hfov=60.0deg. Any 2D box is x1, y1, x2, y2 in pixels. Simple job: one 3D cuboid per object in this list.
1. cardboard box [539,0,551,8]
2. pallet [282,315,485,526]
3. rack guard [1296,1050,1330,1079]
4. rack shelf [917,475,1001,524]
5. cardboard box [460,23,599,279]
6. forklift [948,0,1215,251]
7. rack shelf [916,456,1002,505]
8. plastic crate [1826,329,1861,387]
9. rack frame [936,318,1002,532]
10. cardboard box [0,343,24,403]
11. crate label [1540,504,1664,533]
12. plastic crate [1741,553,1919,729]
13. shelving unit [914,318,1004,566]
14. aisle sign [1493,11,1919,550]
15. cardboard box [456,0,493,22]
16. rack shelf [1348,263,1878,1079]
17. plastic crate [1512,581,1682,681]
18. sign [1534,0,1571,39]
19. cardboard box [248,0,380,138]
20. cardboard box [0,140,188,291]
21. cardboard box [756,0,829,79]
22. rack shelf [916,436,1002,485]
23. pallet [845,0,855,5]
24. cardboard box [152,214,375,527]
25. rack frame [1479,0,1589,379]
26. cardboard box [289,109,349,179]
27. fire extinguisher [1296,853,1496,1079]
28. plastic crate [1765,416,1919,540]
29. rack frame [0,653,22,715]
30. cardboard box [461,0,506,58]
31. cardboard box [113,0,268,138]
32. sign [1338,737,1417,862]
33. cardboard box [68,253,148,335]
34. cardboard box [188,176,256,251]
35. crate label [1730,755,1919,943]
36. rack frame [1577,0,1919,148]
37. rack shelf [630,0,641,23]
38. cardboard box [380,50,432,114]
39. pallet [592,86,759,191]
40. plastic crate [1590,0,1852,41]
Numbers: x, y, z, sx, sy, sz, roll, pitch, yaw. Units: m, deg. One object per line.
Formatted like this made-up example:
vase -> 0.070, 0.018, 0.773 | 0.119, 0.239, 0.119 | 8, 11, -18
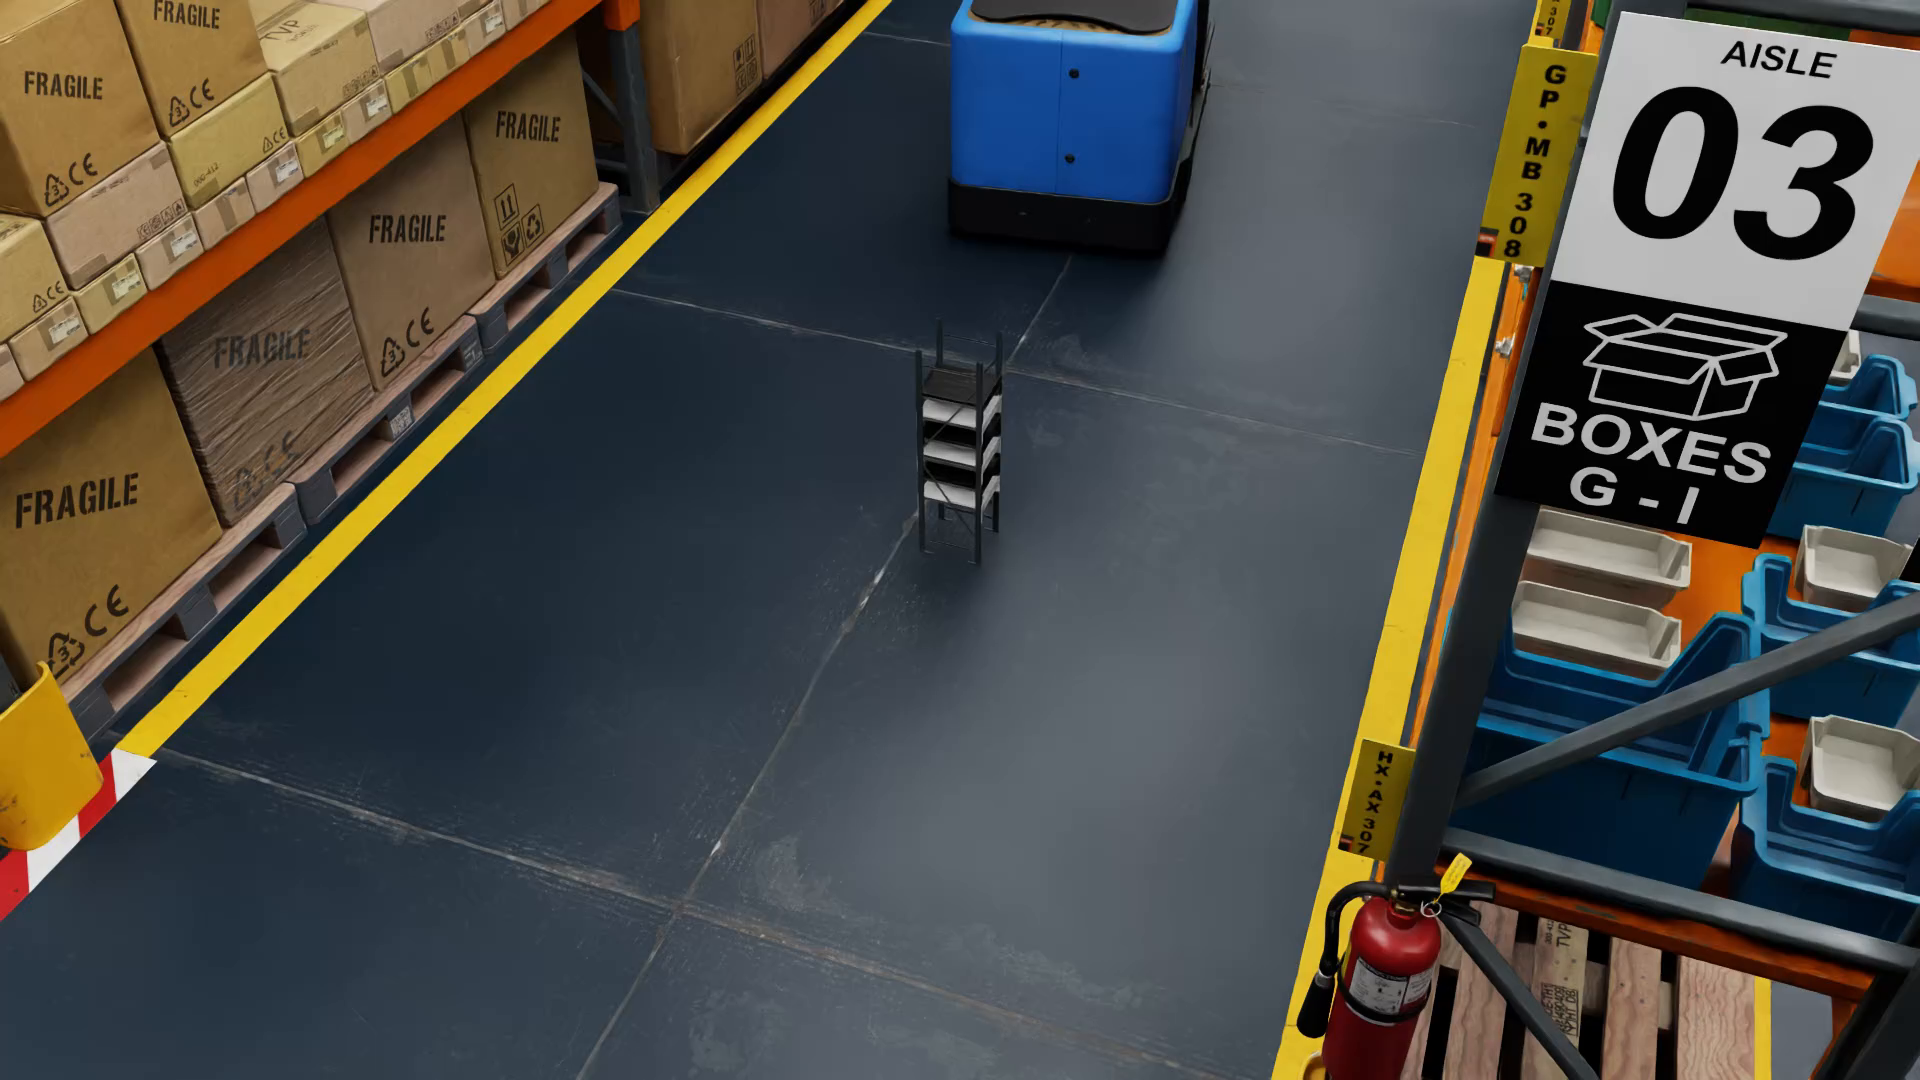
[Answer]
cardboard box -> -1.844, -2.347, 6.883 | 0.380, 0.149, 0.250 | 14, 42, 16
pallet -> -2.708, -0.604, 6.796 | 1.003, 0.211, 1.213 | 13, 42, 15
rack guard -> 1.331, 1.649, 3.932 | 1.175, 0.500, 0.348 | 13, 42, 15
rack shelf -> -0.003, -0.175, 6.091 | 0.258, 0.077, 0.200 | 13, 42, 15
cardboard box -> -2.260, -1.825, 7.391 | 0.875, 0.875, 0.875 | 13, 42, 15
forklift -> 0.750, -3.421, 8.001 | 1.130, 2.935, 3.031 | 8, 41, 9
rack shelf -> -0.003, -0.244, 6.032 | 0.258, 0.077, 0.200 | 13, 42, 15
plastic crate -> 2.382, -0.553, 4.744 | 0.293, 0.136, 0.466 | 13, 42, 15
rack frame -> 0.032, -0.399, 6.025 | 0.240, 0.900, 0.006 | 13, 42, 15
cardboard box -> -2.896, -0.466, 4.679 | 0.380, 0.149, 0.250 | 14, 42, 16
crate label -> 1.621, -0.128, 4.246 | 0.396, 0.136, 0.243 | 13, 42, 15
plastic crate -> 1.946, 0.243, 3.737 | 0.416, 0.233, 0.300 | 13, 42, 15
shelving unit -> -0.003, -0.337, 5.952 | 0.258, 0.900, 0.210 | 13, 42, 15
aisle sign -> 1.027, -0.329, 2.322 | 0.394, 0.787, 0.004 | 13, 42, 15
cardboard box -> -2.038, -2.271, 6.487 | 0.500, 0.250, 0.500 | 15, 43, 16
rack shelf -> 2.011, -0.265, 4.804 | 1.077, 0.370, 4.000 | 13, 42, 15
plastic crate -> 1.436, 0.221, 3.837 | 0.396, 0.136, 0.243 | 13, 42, 15
sign -> 2.179, -1.987, 6.055 | 0.100, 0.325, 0.005 | 13, 42, 15
cardboard box -> -2.389, -1.651, 5.760 | 0.500, 0.250, 0.500 | 12, 42, 14
cardboard box -> -2.738, -1.026, 5.028 | 0.500, 0.250, 0.500 | 13, 42, 15
cardboard box -> -1.454, -3.150, 8.944 | 1.225, 0.875, 0.875 | 12, 42, 14
rack shelf -> -0.003, -0.312, 5.974 | 0.258, 0.077, 0.200 | 13, 42, 15
pallet -> -0.932, -3.773, 10.510 | 1.003, 0.211, 1.213 | 13, 42, 15
cardboard box -> -2.872, -0.733, 6.112 | 0.875, 0.875, 0.875 | 13, 42, 15
rack frame -> 2.695, -1.759, 6.001 | 1.000, 3.000, 0.127 | 13, 42, 15
cardboard box -> -2.371, -1.405, 5.779 | 0.380, 0.149, 0.250 | 12, 42, 14
fire extinguisher -> 0.849, 0.843, 3.298 | 0.296, 0.674, 0.183 | 13, 42, 15
plastic crate -> 2.171, -0.159, 4.208 | 0.416, 0.233, 0.300 | 13, 42, 15
rack frame -> -3.327, -0.419, 4.429 | 1.000, 3.000, 0.127 | 13, 42, 15
cardboard box -> -2.019, -2.034, 6.516 | 0.380, 0.149, 0.250 | 14, 42, 16
cardboard box -> -2.567, -1.615, 5.140 | 0.500, 0.500, 0.500 | 12, 42, 14
sign -> 0.805, 0.506, 3.220 | 0.100, 0.325, 0.005 | 13, 42, 15
cardboard box -> -2.722, -0.779, 5.046 | 0.380, 0.149, 0.250 | 12, 42, 14
cardboard box -> -2.546, -1.093, 5.414 | 0.380, 0.149, 0.250 | 13, 42, 14
crate label -> 1.721, 0.644, 3.267 | 0.416, 0.233, 0.303 | 13, 42, 15
rack frame -> 1.327, -1.601, 1.194 | 1.000, 3.000, 0.127 | 13, 42, 15
rack shelf -> -1.275, -3.804, 8.952 | 1.077, 0.370, 4.000 | 13, 42, 15
cardboard box -> -2.195, -1.720, 6.149 | 0.380, 0.149, 0.250 | 13, 42, 14
pallet -> -1.766, -2.285, 8.765 | 1.003, 0.211, 1.213 | 13, 42, 15
plastic crate -> 1.396, -1.045, 3.016 | 0.450, 0.188, 0.336 | 13, 42, 15
